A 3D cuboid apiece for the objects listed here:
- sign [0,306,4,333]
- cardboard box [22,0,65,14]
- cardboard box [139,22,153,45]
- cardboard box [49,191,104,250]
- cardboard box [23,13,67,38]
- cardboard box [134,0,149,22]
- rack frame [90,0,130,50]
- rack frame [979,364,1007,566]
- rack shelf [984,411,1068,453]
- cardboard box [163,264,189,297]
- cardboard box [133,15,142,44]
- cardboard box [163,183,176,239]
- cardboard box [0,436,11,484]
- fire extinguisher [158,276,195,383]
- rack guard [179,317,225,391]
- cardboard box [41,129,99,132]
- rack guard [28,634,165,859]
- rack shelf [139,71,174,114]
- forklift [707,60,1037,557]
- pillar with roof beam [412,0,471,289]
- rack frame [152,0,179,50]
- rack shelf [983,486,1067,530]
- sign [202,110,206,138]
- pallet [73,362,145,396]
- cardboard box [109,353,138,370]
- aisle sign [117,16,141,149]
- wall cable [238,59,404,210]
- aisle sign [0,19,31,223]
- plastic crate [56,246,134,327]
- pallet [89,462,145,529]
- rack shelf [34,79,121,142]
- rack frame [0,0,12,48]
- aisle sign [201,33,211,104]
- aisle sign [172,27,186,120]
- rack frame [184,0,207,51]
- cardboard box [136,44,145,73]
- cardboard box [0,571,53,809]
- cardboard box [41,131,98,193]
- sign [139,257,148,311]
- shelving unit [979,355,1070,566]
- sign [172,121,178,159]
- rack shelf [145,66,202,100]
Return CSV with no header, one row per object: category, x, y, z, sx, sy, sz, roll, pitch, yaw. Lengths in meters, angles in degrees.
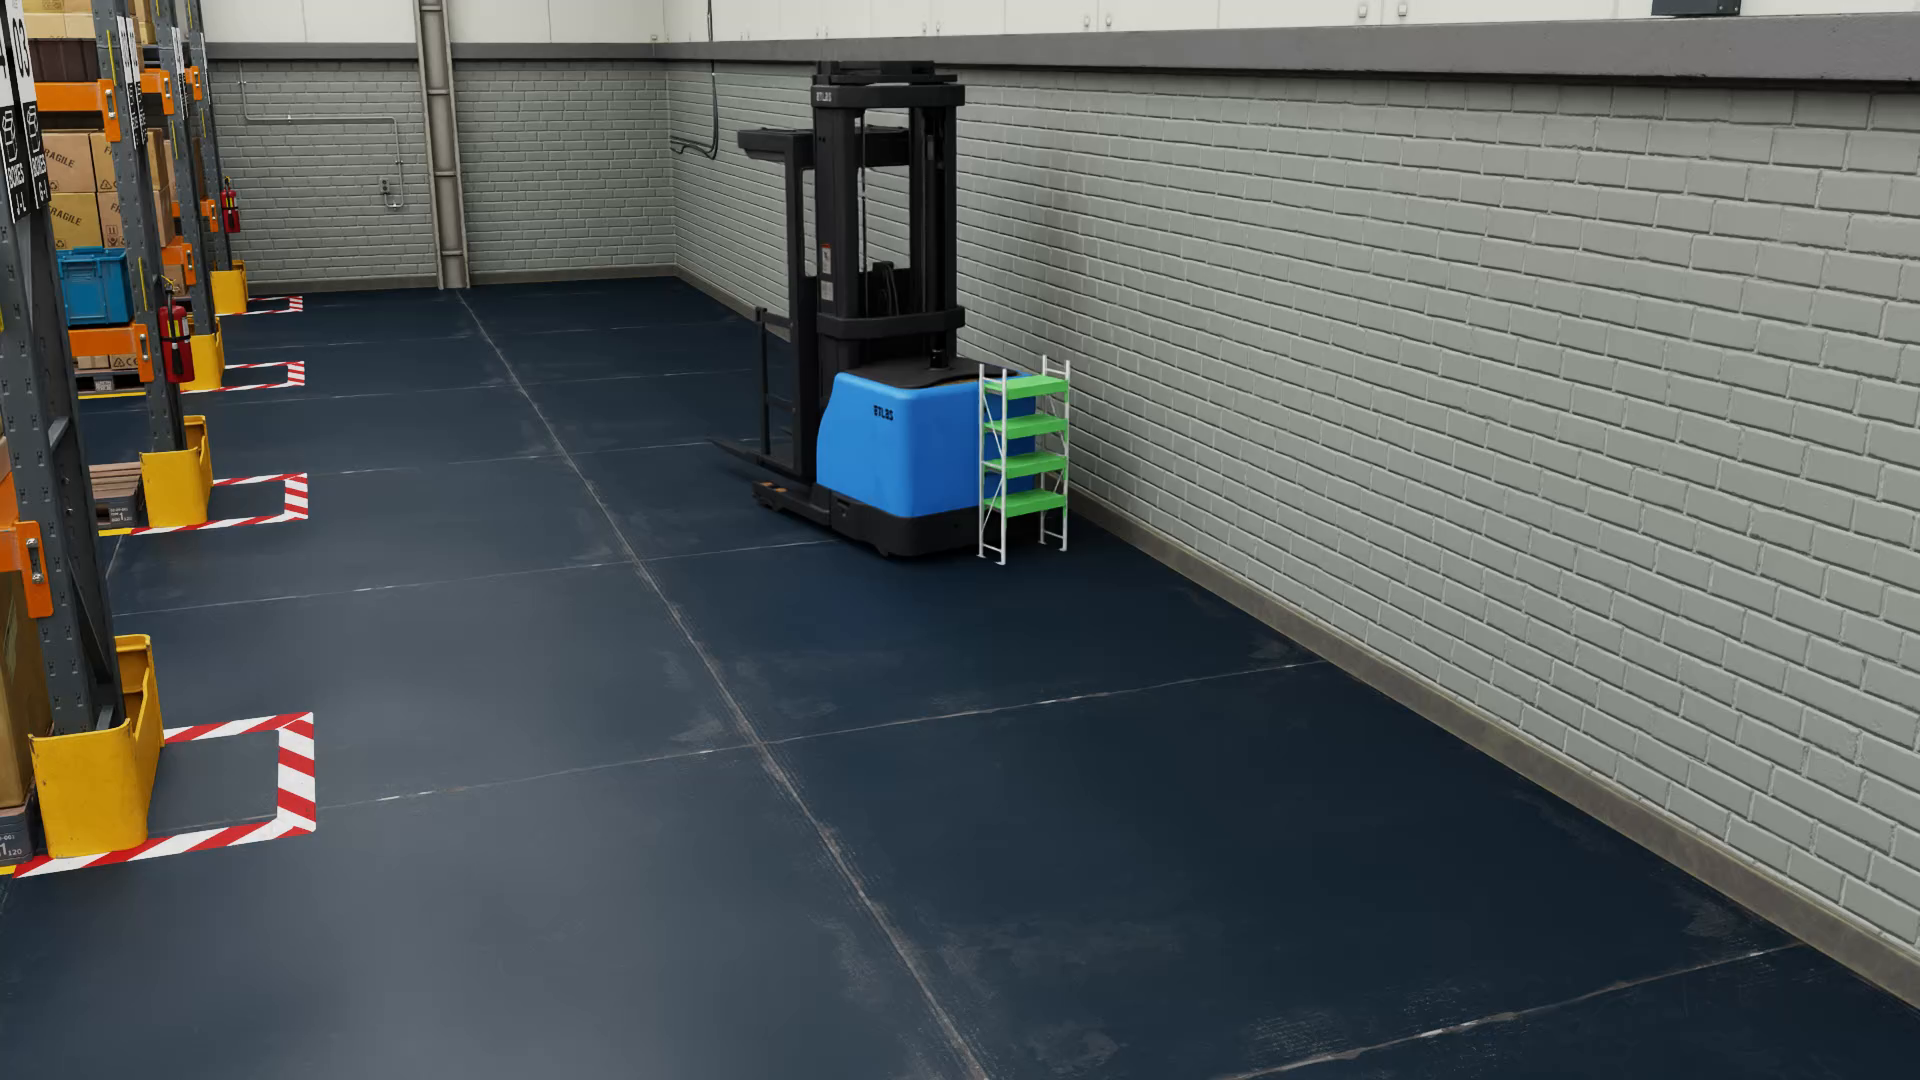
sign,-3.401,-0.897,5.854,0.005,0.325,0.100,-6,17,-20
cardboard box,-8.094,-4.862,14.554,0.500,0.500,0.700,-6,17,-20
cardboard box,-9.488,-5.755,18.891,0.500,0.250,0.500,-6,17,-18
cardboard box,-7.927,-2.857,14.825,0.500,0.500,0.500,-6,17,-20
cardboard box,-7.978,-4.417,14.370,0.500,0.250,0.500,-6,17,-20
cardboard box,-9.485,-6.113,18.779,0.500,0.500,0.500,-6,17,-20
rack frame,-5.354,-4.554,10.134,0.127,3.000,1.000,-6,17,-20
rack frame,0.196,-0.448,9.994,0.015,1.200,0.240,-12,20,-35
rack shelf,0.391,-0.658,10.086,0.480,0.148,0.258,-12,20,-35
cardboard box,-9.517,-3.187,19.819,0.500,0.500,0.700,-6,17,-20
cardboard box,-7.696,-4.603,15.003,0.500,0.250,0.500,-6,17,-20
cardboard box,-7.632,-3.051,15.488,0.500,0.500,0.500,-6,17,-19
cardboard box,-4.031,-0.303,6.751,0.250,0.149,0.380,-6,17,-19
fire extinguisher,-5.051,-1.355,10.687,0.183,0.674,0.296,-6,17,-20
rack guard,-7.194,-1.772,15.745,0.348,0.500,1.175,-6,17,-20
cardboard box,-8.117,-3.476,15.161,0.500,0.500,0.500,-6,17,-20
rack guard,-3.559,0.825,6.902,0.348,0.500,1.175,-6,17,-20
rack shelf,-8.991,-3.871,14.411,4.000,0.370,1.077,-6,17,-20
forklift,-0.760,-1.662,11.055,1.130,2.935,3.031,-11,20,-33
pillar with roof beam,-5.147,-6.527,16.855,0.400,9.000,9.100,-6,17,-20
rack frame,-7.123,-5.857,14.573,0.127,3.000,1.000,-6,17,-20
rack shelf,0.391,-0.198,10.221,0.480,0.148,0.258,-12,20,-35
sign,-8.718,-4.807,19.168,0.005,0.325,0.100,-6,17,-20
pallet,-7.938,-1.552,15.511,1.213,0.211,1.003,-6,17,-20
cardboard box,-7.543,-1.871,15.301,0.500,0.500,0.500,-6,17,-20
aisle sign,-5.182,-2.853,10.375,0.004,0.787,0.394,-6,17,-20
wall cable,-8.042,-5.147,20.999,1.851,1.984,0.084,-6,17,-20
aisle sign,-3.407,-1.548,5.931,0.004,0.787,0.394,-6,17,-20
plastic crate,-5.600,-1.638,10.683,0.499,0.435,0.616,-6,17,-20
pallet,-6.138,-0.264,11.124,1.213,0.211,1.003,-6,17,-20
rack shelf,-7.222,-2.568,9.971,4.000,0.370,1.077,-6,17,-20
rack frame,-3.582,-3.251,5.696,0.127,3.000,1.000,-6,17,-20
aisle sign,-8.725,-5.457,19.245,0.004,0.787,0.394,-6,17,-20
aisle sign,-6.950,-4.152,14.801,0.004,0.787,0.394,-6,17,-20
rack frame,-8.899,-7.160,19.010,0.127,3.000,1.000,-6,17,-20
cardboard box,-7.694,-4.361,15.068,0.500,0.250,0.500,-6,17,-20
cardboard box,-4.151,0.531,6.490,0.875,0.875,0.875,-6,17,-20
cardboard box,-7.912,-3.338,14.690,0.500,0.500,0.500,-6,17,-19
sign,-5.142,-1.610,10.469,0.005,0.325,0.100,-6,17,-20
shelving unit,0.391,-0.489,10.135,0.503,1.200,0.258,-12,20,-35
sign,-6.943,-3.538,14.707,0.005,0.325,0.100,-6,17,-20
rack shelf,-10.767,-5.174,18.848,4.000,0.370,1.077,-6,17,-20
